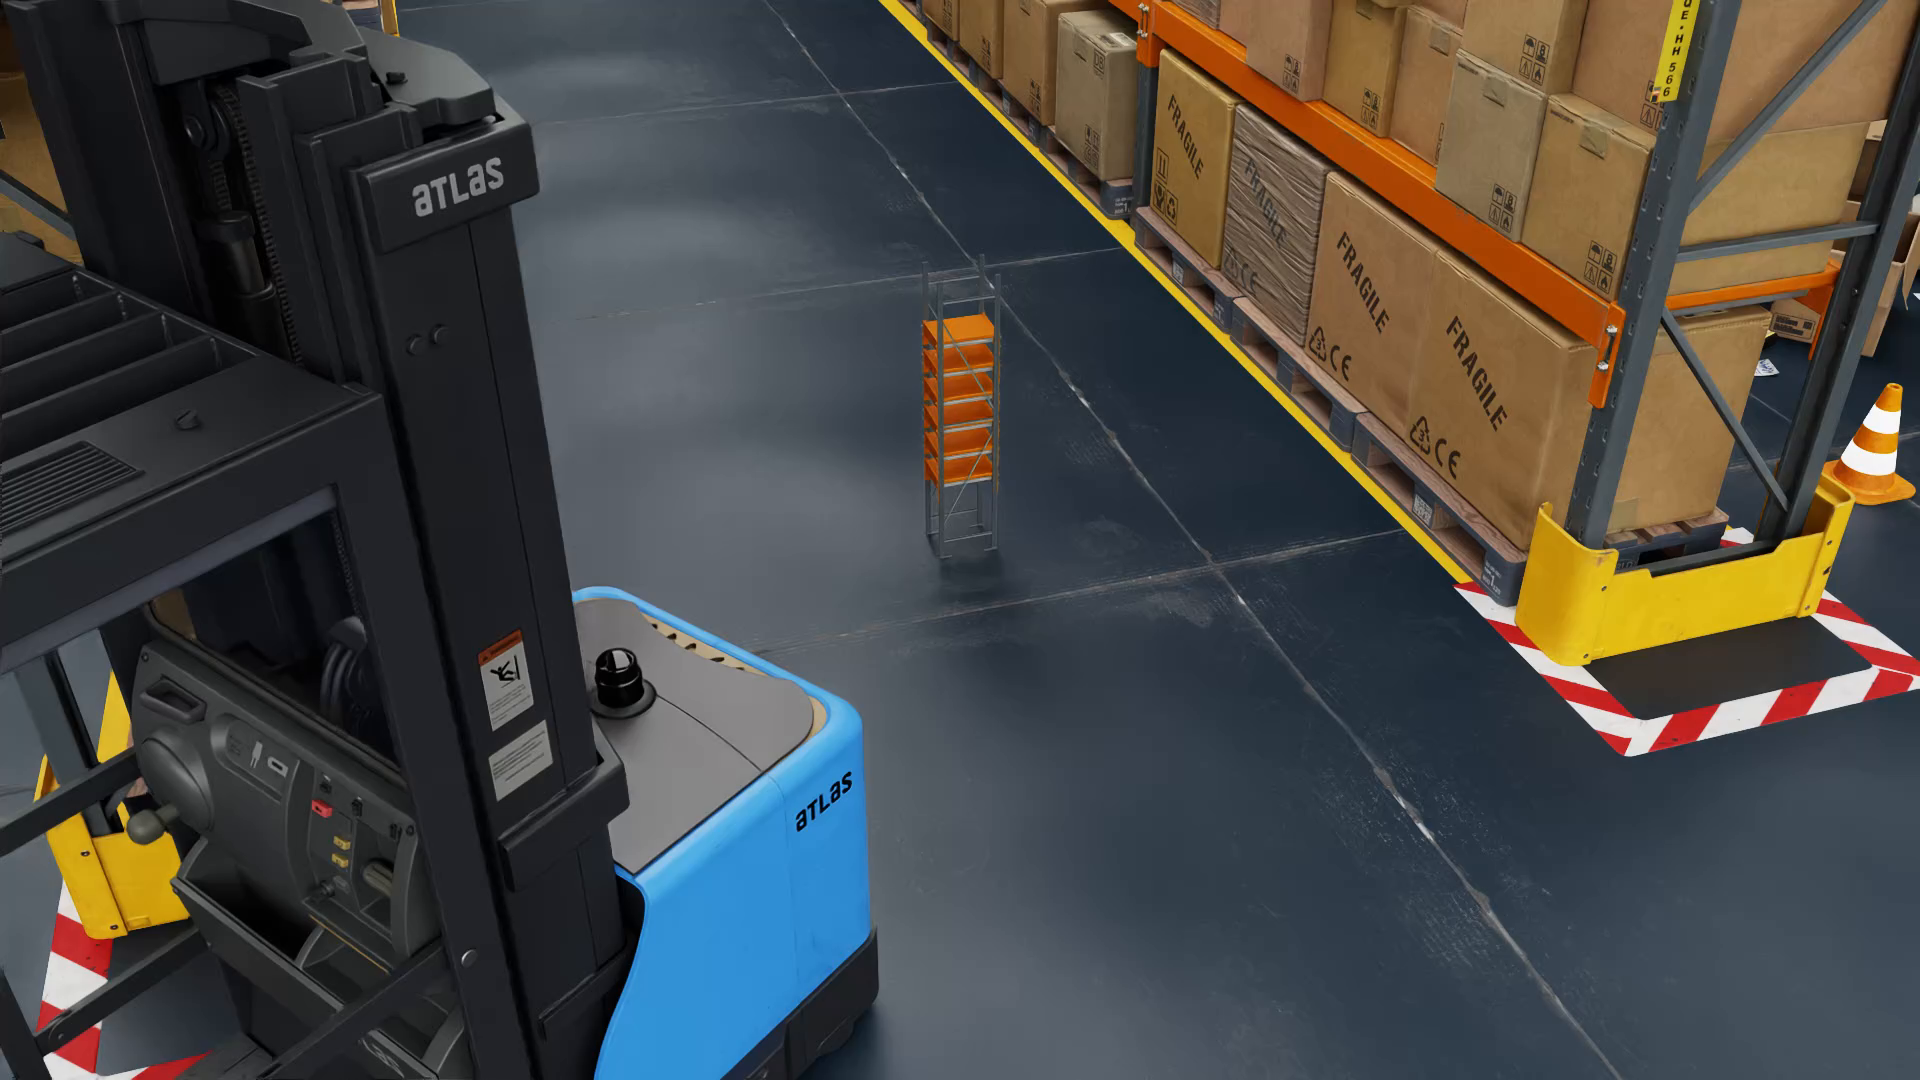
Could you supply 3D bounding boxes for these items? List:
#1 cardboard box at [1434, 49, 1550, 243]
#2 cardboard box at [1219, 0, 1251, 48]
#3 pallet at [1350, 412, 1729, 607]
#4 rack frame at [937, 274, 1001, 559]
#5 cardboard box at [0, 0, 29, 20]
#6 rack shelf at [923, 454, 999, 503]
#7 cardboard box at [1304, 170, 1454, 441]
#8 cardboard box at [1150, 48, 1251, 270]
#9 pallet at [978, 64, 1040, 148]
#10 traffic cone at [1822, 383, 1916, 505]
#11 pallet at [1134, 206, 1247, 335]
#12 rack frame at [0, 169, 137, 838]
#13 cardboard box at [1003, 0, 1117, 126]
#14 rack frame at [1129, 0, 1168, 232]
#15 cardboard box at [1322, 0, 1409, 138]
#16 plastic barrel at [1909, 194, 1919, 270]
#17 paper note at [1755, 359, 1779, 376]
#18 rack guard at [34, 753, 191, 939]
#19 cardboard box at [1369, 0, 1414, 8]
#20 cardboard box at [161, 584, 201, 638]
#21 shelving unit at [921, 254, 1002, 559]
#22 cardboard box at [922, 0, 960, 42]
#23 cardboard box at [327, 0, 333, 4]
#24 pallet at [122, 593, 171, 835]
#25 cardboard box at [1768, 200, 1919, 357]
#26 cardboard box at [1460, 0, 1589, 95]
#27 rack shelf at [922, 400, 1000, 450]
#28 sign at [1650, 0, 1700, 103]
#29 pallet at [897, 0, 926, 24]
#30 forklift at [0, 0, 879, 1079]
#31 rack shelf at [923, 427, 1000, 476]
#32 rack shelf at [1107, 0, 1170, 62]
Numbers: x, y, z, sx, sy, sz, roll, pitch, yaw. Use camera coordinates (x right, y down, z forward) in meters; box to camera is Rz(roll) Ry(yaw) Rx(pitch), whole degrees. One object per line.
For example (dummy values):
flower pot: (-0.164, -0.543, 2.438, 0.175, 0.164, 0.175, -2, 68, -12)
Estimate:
cardboard box: (2.333, -1.517, 6.189, 0.875, 0.550, 0.550, -10, 35, -15)
cardboard box: (1.771, -2.668, 7.931, 0.875, 0.550, 0.550, -10, 35, -15)
pallet: (2.359, -0.226, 6.900, 1.003, 0.211, 1.213, -10, 35, -15)
rack frame: (0.032, -0.445, 6.335, 0.240, 1.200, 0.006, -10, 35, -15)
cardboard box: (-2.638, -1.293, 4.718, 0.500, 0.500, 0.500, -10, 35, -15)
rack shelf: (0.004, -0.256, 6.565, 0.258, 0.103, 0.180, -10, 35, -15)
cardboard box: (2.138, -1.078, 7.206, 0.875, 0.875, 0.875, -11, 35, -15)
cardboard box: (1.583, -2.029, 8.646, 0.875, 0.875, 0.875, -9, 35, -14)
pallet: (0.775, -2.953, 11.028, 1.003, 0.211, 1.213, -10, 35, -15)
traffic cone: (3.868, -0.442, 6.998, 0.336, 0.463, 0.334, -10, 35, -15)
pallet: (1.615, -1.507, 8.839, 1.003, 0.211, 1.213, -10, 35, -15)
rack frame: (-2.077, -0.201, 4.334, 1.000, 3.000, 0.127, -10, 35, -15)
cardboard box: (0.892, -3.137, 10.436, 1.050, 0.750, 0.750, -10, 35, -15)
rack frame: (1.458, -3.082, 8.694, 1.000, 3.000, 0.127, -10, 35, -15)
cardboard box: (2.081, -2.104, 7.077, 0.875, 0.550, 0.500, -10, 35, -15)
plastic barrel: (5.289, -1.623, 8.822, 0.512, 0.421, 0.421, 13, 36, 18)
paper note: (3.829, -0.830, 7.980, 0.144, 0.017, 0.142, 1, 33, 2)
rack guard: (-2.100, 0.802, 5.083, 1.175, 0.500, 0.348, -10, 35, -15)
cardboard box: (2.019, -2.543, 6.762, 0.875, 0.550, 0.500, -10, 35, -15)
cardboard box: (-2.251, 0.336, 5.408, 0.500, 0.500, 0.500, -4, 34, -6)
shelving unit: (0.004, -0.493, 6.408, 0.258, 1.200, 0.189, -10, 35, -15)
cardboard box: (0.337, -4.084, 11.870, 1.050, 0.750, 0.750, -10, 35, -15)
cardboard box: (-2.592, -2.169, 6.045, 0.500, 0.500, 0.500, -10, 35, -15)
pallet: (-2.314, 0.490, 5.817, 1.003, 0.211, 1.213, -10, 35, -15)
cardboard box: (4.414, -1.323, 8.295, 0.637, 0.503, 0.797, 19, 38, 26)
cardboard box: (2.346, -1.970, 5.895, 0.875, 0.550, 0.550, -10, 35, -15)
rack shelf: (0.004, -0.456, 6.432, 0.258, 0.103, 0.180, -10, 35, -15)
sign: (2.157, -1.480, 5.004, 0.100, 0.325, 0.005, -10, 35, -15)
pallet: (0.000, -4.430, 13.262, 1.003, 0.211, 1.213, -10, 35, -15)
forklift: (-1.512, 0.587, 3.203, 1.130, 2.935, 3.031, 22, 40, 30)
rack shelf: (0.004, -0.356, 6.498, 0.258, 0.103, 0.180, -10, 35, -15)
rack shelf: (0.847, -3.832, 10.481, 1.077, 0.370, 4.000, -10, 35, -15)
